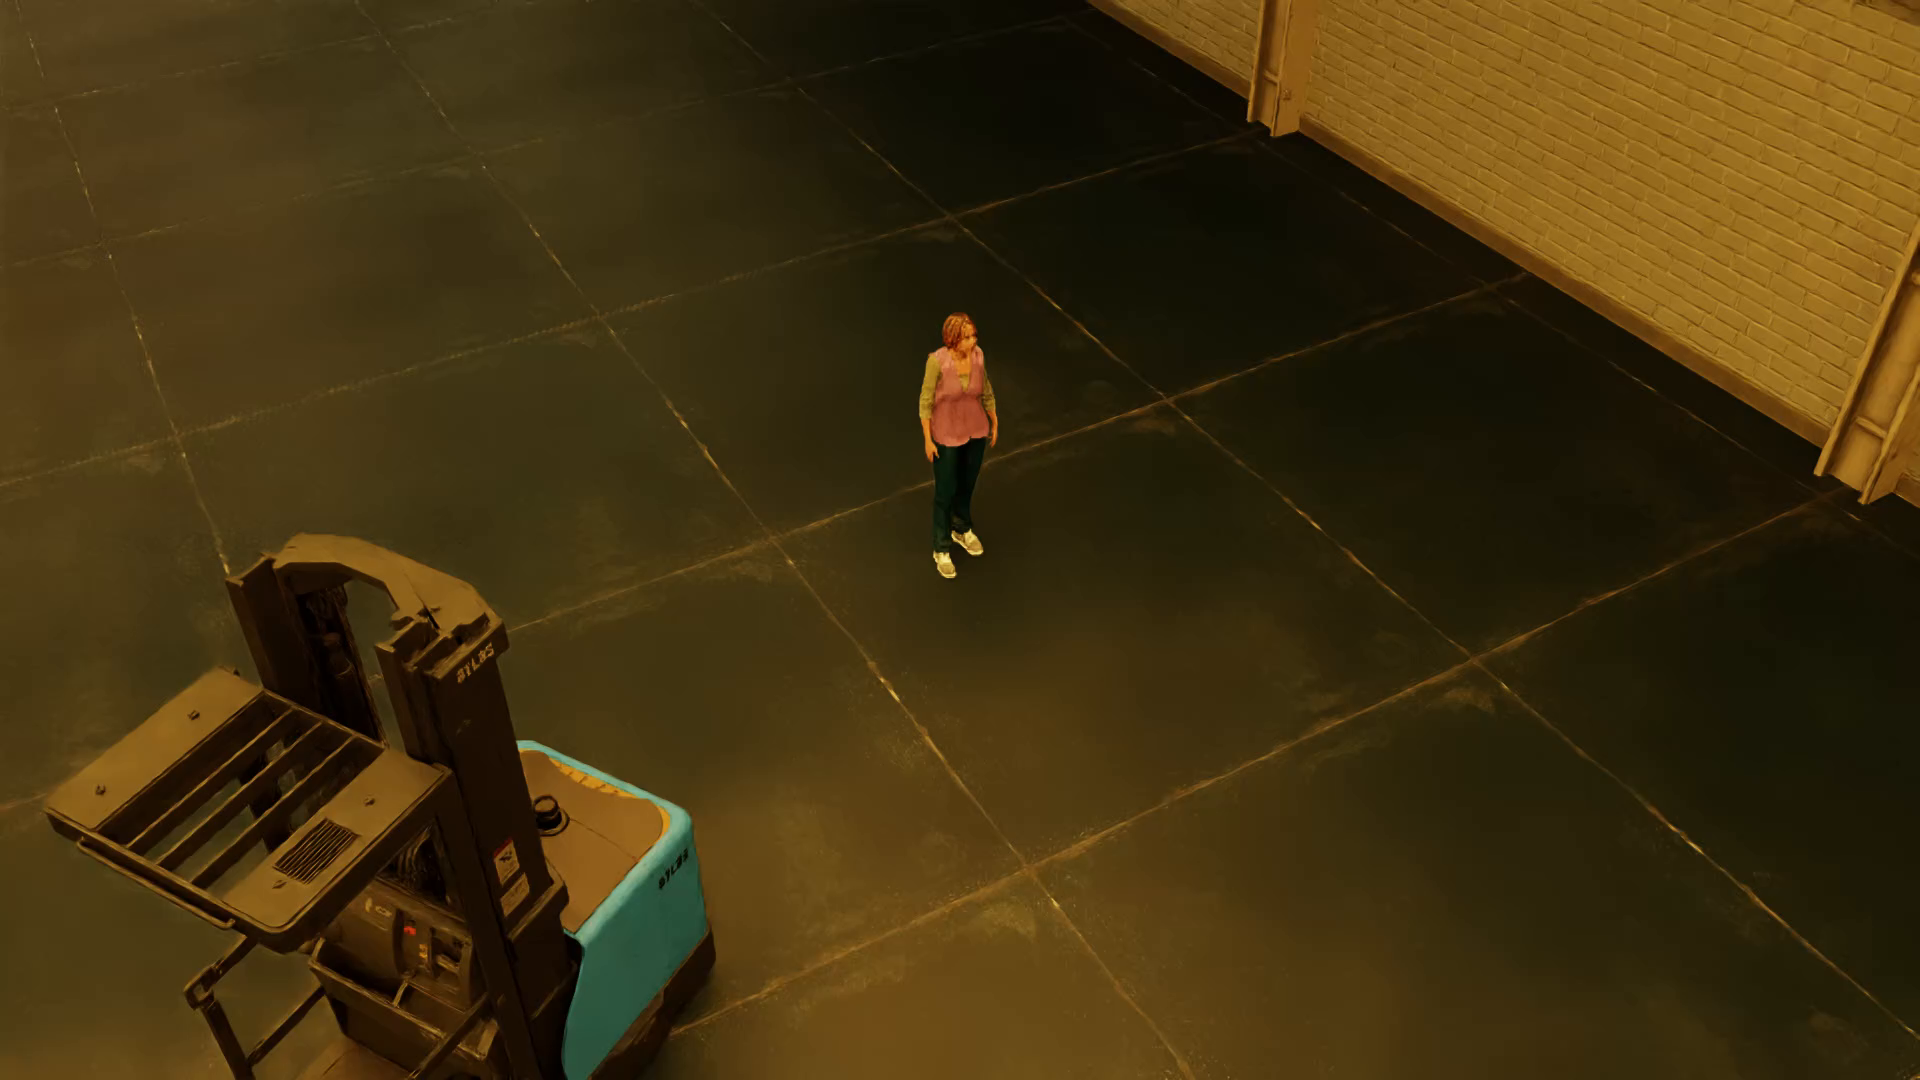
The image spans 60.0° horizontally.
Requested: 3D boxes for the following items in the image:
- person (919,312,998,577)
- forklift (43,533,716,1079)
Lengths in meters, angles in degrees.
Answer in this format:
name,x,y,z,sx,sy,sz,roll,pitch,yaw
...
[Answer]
name,x,y,z,sx,sy,sz,roll,pitch,yaw
person,0.025,-0.575,9.763,0.520,1.597,0.474,-20,44,-23
forklift,-2.301,1.558,6.157,1.130,2.935,3.031,19,43,22
